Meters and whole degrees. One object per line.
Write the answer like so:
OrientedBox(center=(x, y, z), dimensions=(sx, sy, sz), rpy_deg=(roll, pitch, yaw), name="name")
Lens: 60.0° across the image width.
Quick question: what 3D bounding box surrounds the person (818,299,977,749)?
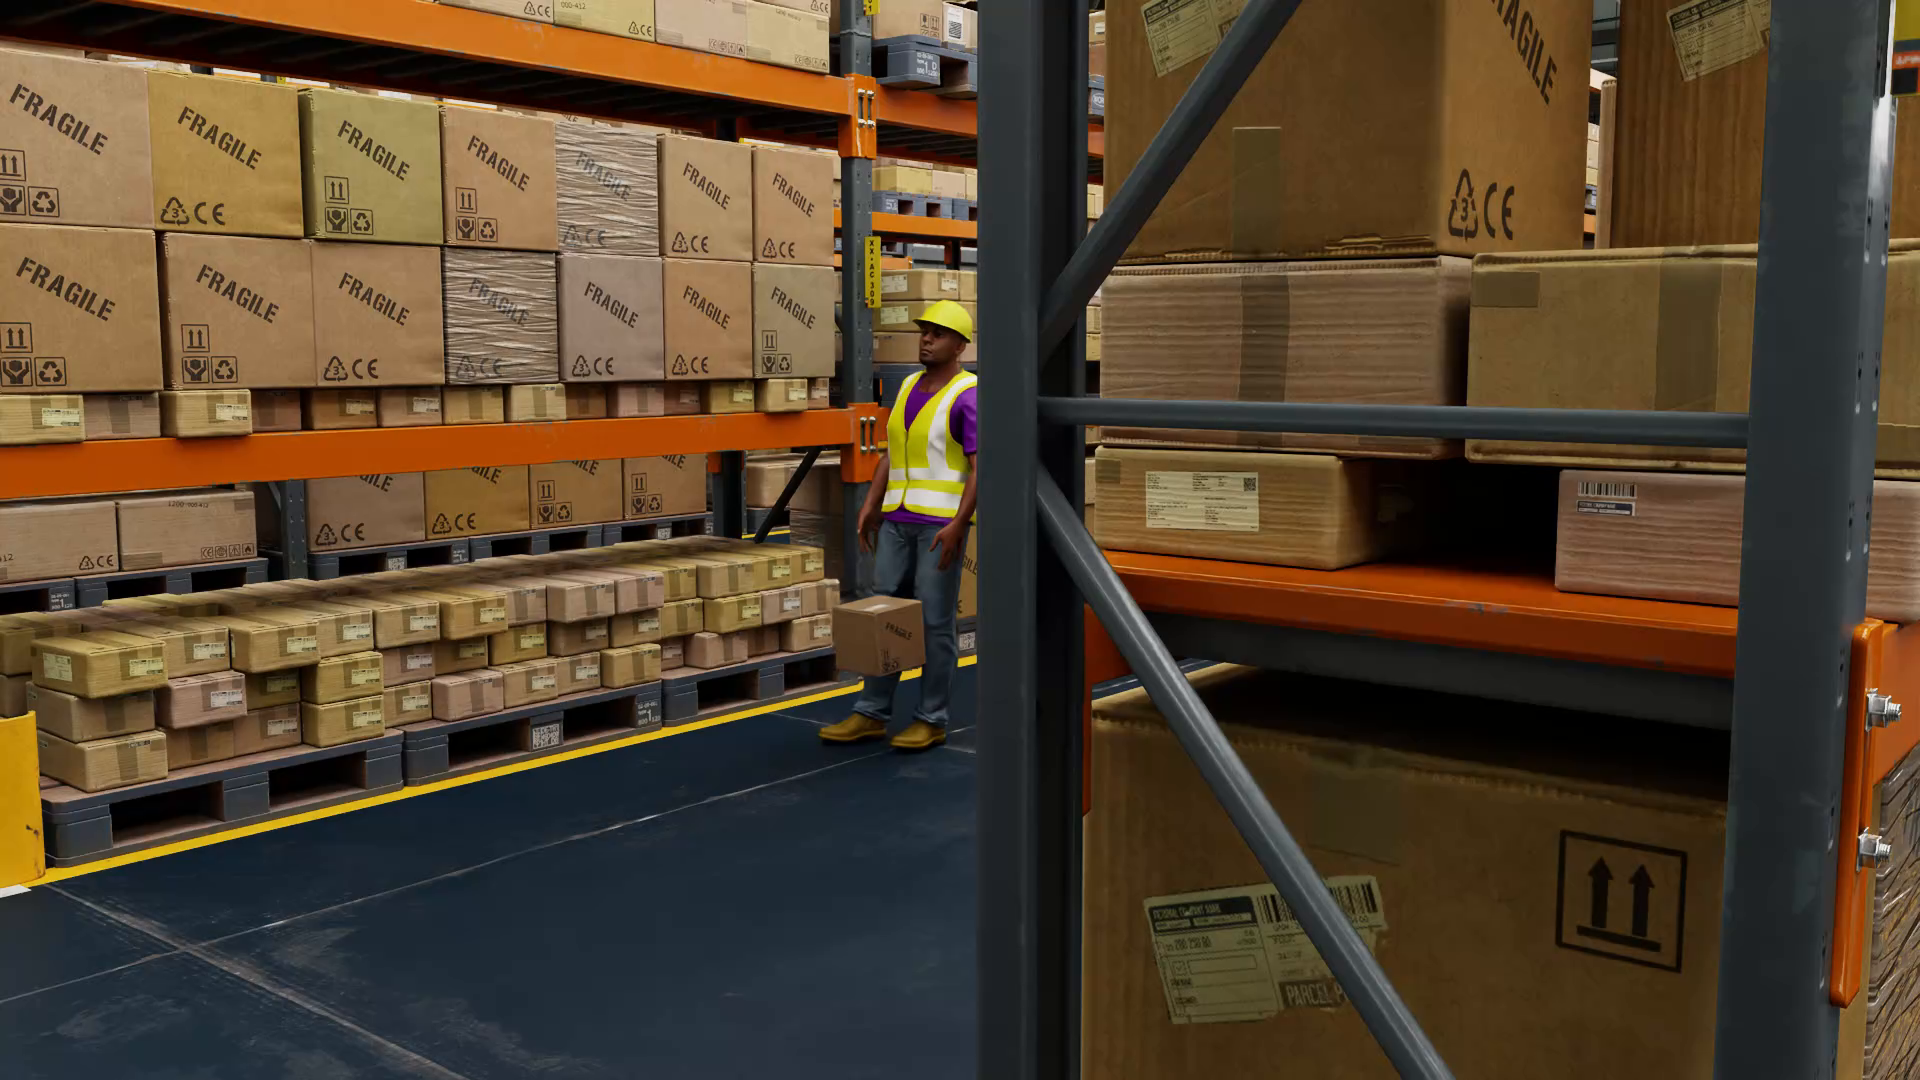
OrientedBox(center=(-0.180, -0.060, 6.573), dimensions=(0.575, 1.768, 0.625), rpy_deg=(-6, 9, -44), name="person")
